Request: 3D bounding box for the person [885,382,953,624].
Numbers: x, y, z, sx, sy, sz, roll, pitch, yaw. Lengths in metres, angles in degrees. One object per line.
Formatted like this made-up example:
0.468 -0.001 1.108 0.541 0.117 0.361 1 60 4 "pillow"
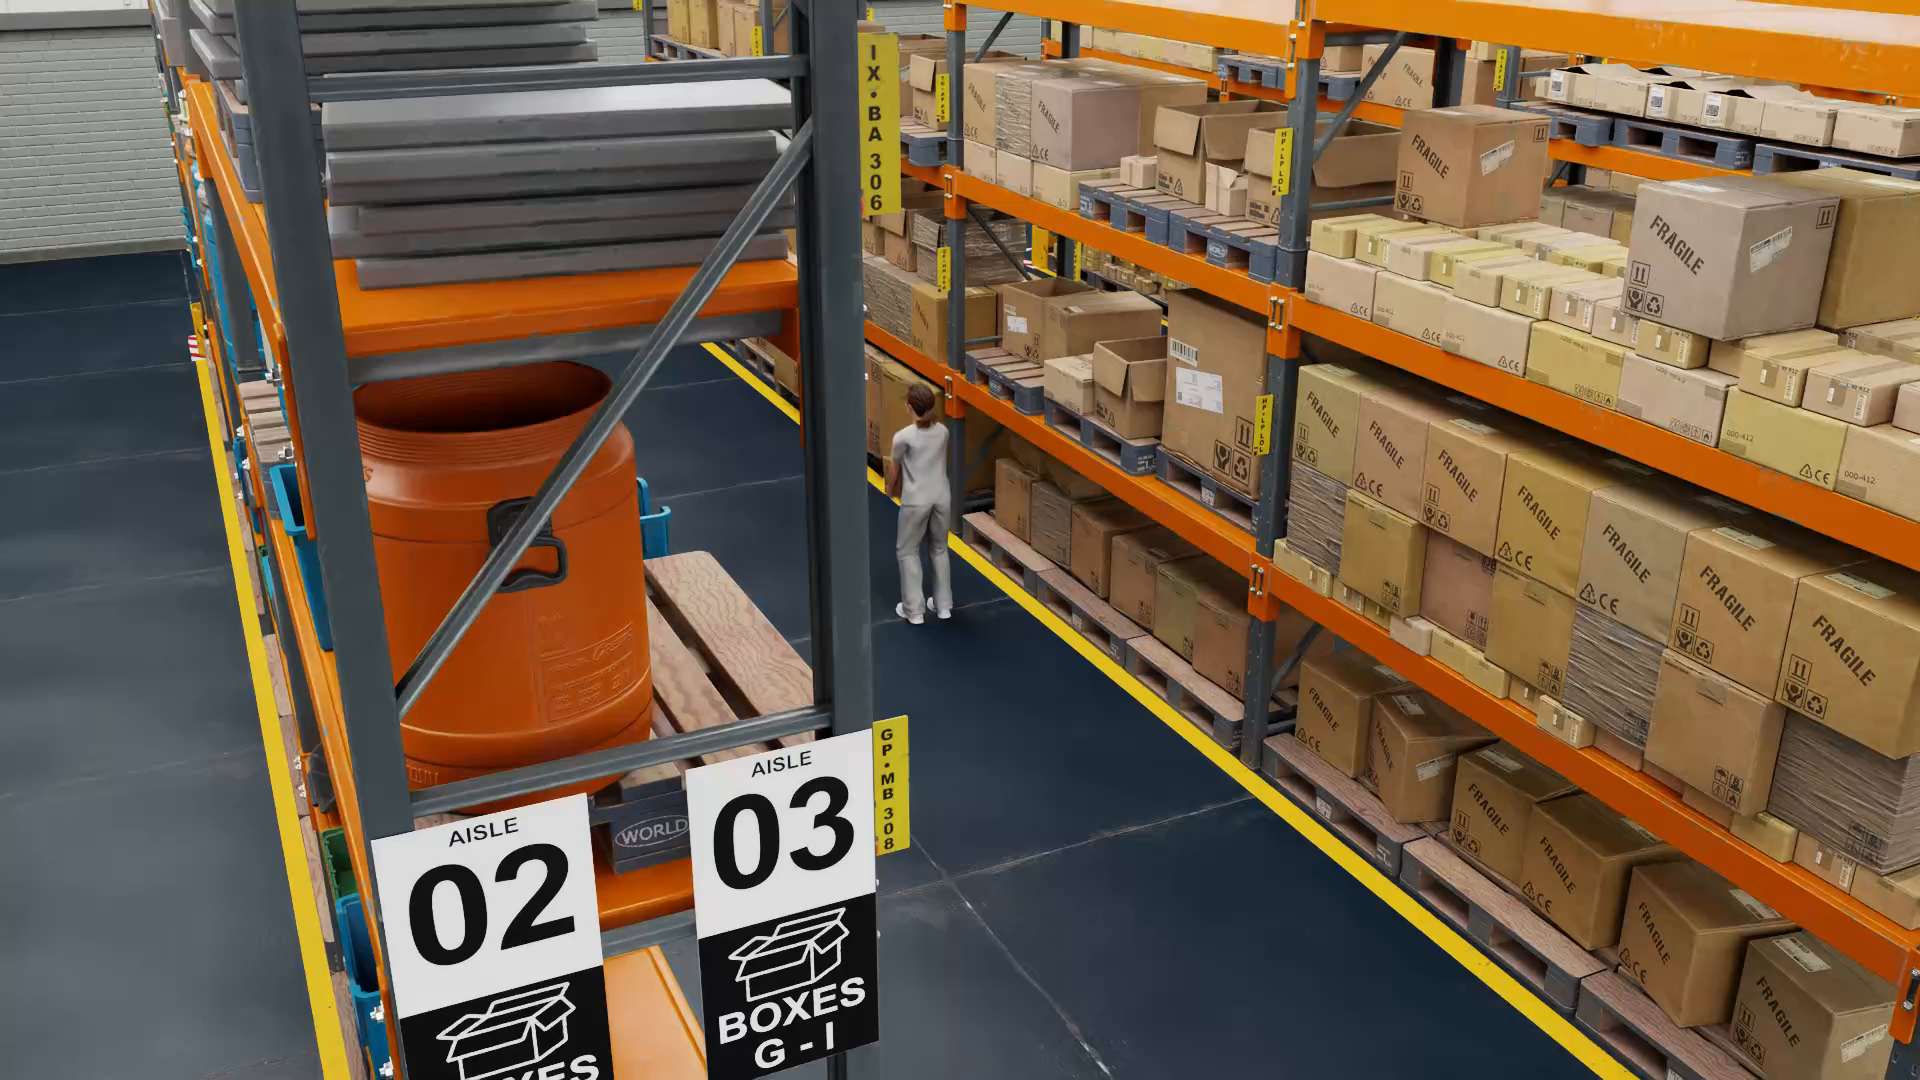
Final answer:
-0.288 -0.273 11.278 0.410 1.667 0.508 -11 25 -25 "person"
